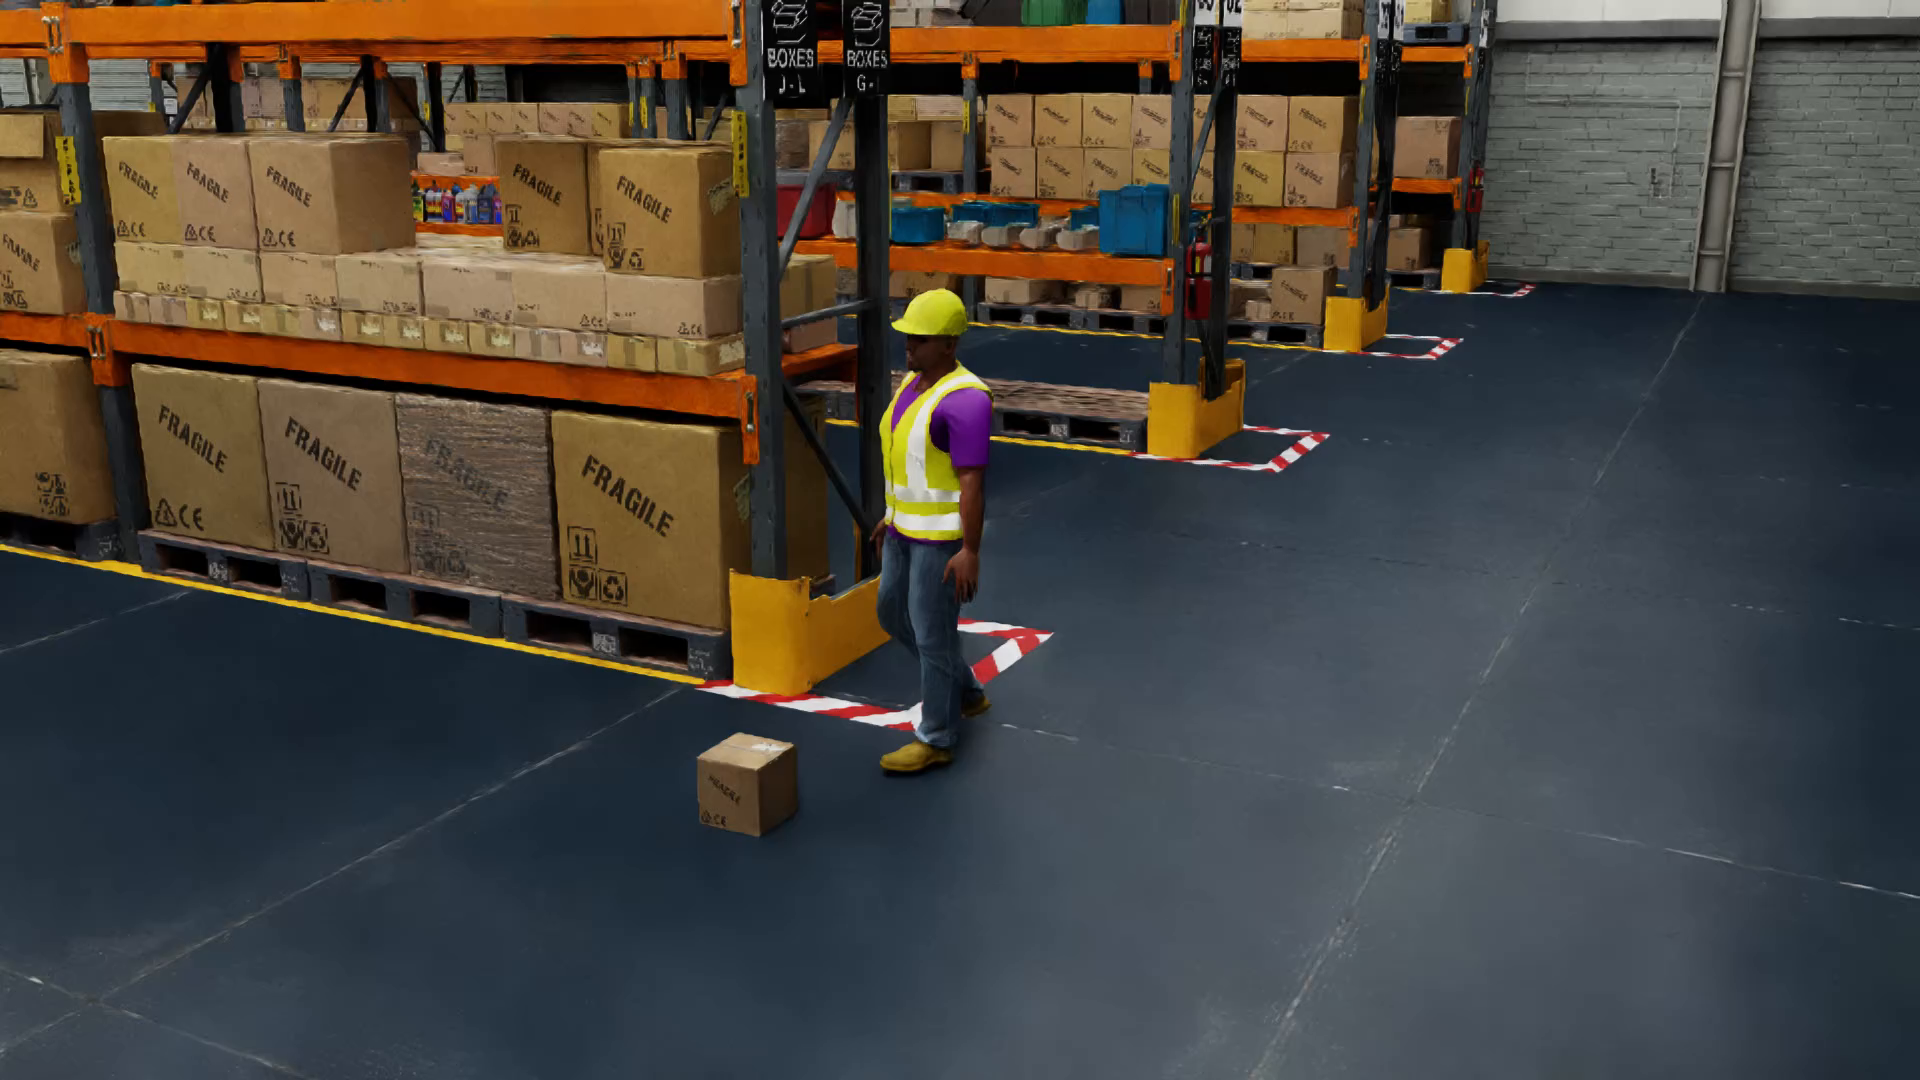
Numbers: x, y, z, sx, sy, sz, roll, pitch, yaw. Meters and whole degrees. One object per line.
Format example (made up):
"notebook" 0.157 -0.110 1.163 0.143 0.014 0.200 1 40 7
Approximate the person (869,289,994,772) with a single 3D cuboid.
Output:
"person" -0.085 -0.034 6.075 0.523 1.766 0.667 -6 17 -22
